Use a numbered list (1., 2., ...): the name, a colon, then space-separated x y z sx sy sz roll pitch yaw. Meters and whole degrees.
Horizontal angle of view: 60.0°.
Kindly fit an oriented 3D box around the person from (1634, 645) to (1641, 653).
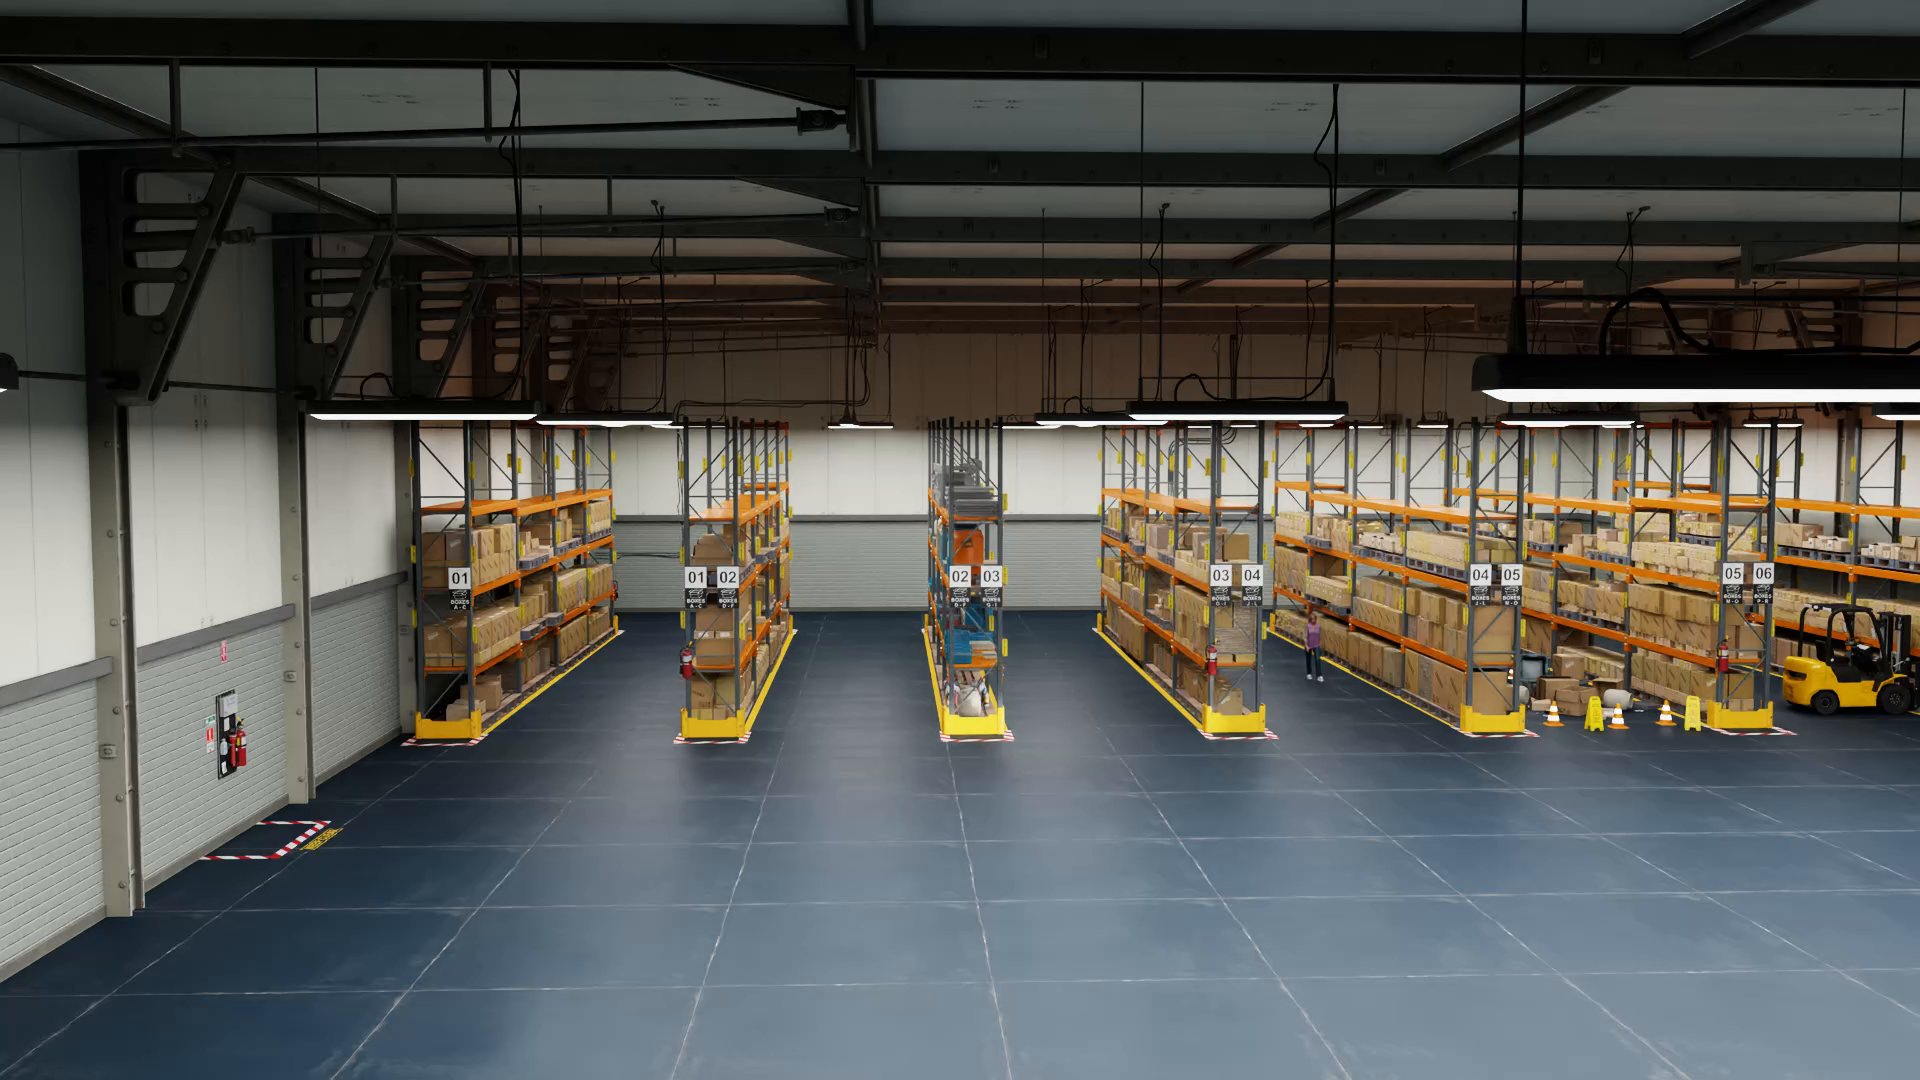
1. person: 16.784 2.272 40.693 0.500 1.710 0.606 -1 4 -8

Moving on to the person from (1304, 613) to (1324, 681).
1. person: 8.068 2.449 37.965 0.435 1.551 0.942 0 4 7
